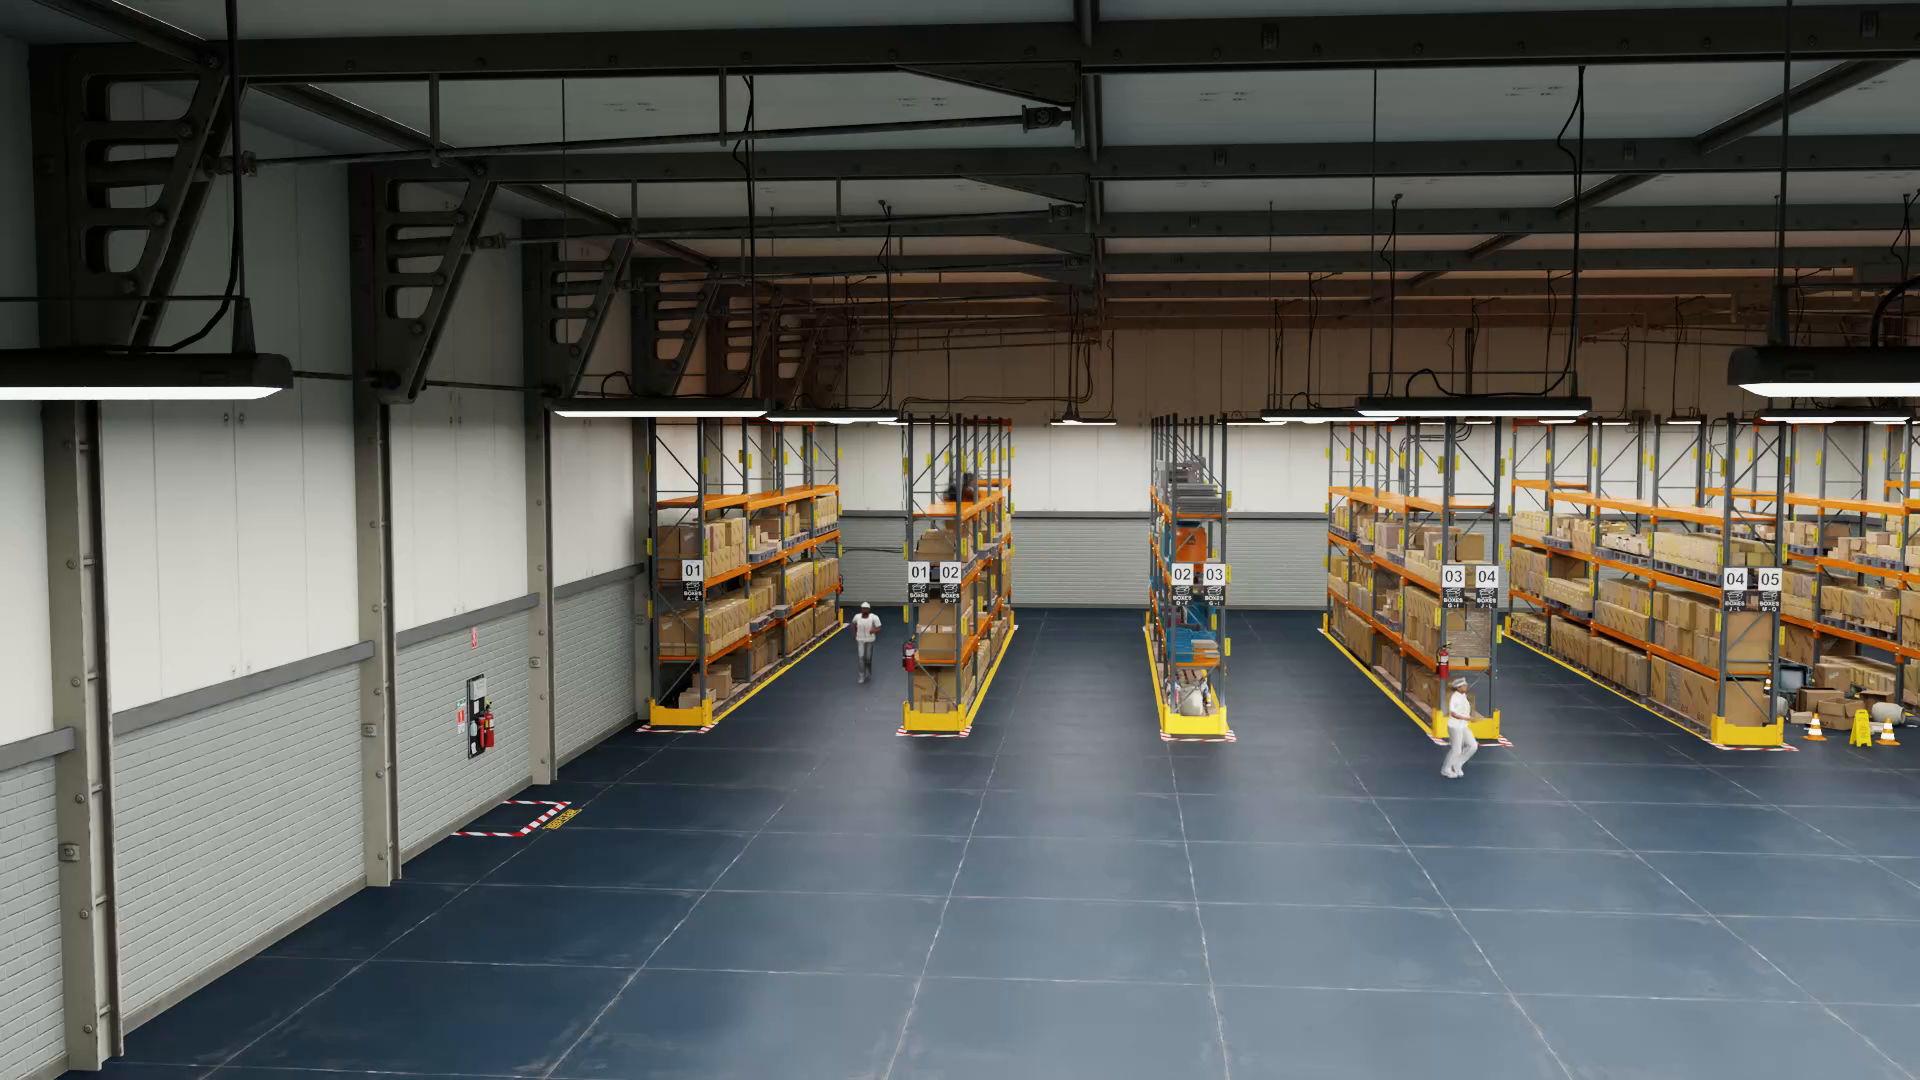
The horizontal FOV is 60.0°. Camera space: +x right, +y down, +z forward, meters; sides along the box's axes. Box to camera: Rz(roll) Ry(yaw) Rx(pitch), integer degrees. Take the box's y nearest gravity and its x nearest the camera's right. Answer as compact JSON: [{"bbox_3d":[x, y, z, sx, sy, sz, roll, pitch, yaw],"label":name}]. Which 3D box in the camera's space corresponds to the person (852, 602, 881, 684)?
[{"bbox_3d":[-2.118,2.304,37.682,0.685,1.807,0.848,0,4,-1],"label":"person"}]

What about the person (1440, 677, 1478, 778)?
[{"bbox_3d":[8.161,3.063,27.111,0.639,1.685,0.572,3,5,38],"label":"person"}]
